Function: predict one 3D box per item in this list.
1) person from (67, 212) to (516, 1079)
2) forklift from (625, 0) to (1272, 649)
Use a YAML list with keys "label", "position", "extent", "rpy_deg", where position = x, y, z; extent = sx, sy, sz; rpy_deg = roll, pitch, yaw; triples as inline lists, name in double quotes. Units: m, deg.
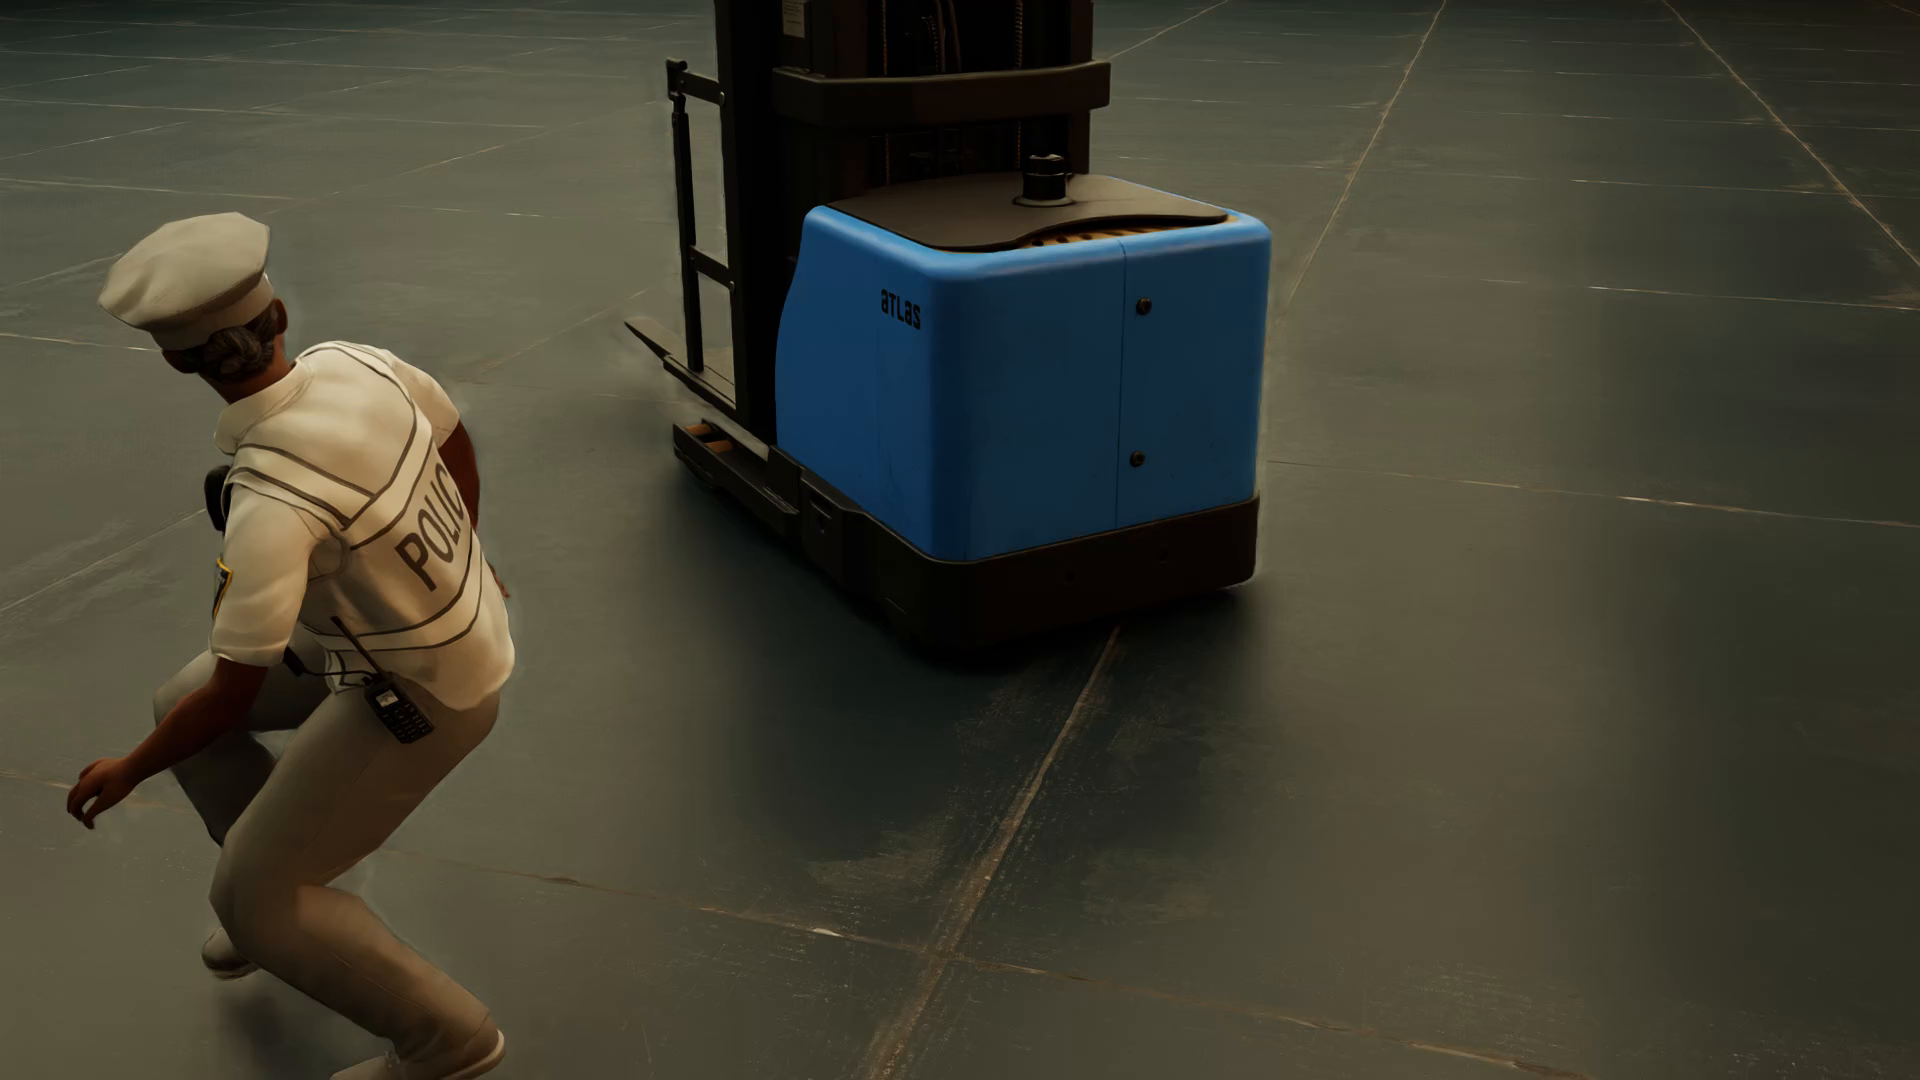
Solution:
- label: "person"
  position: [-1.083, 0.184, 2.727]
  extent: [0.680, 1.451, 0.694]
  rpy_deg: [-5, 23, -13]
- label: "forklift"
  position: [-0.321, -1.595, 5.143]
  extent: [1.130, 2.935, 3.031]
  rpy_deg: [-12, 25, -27]
